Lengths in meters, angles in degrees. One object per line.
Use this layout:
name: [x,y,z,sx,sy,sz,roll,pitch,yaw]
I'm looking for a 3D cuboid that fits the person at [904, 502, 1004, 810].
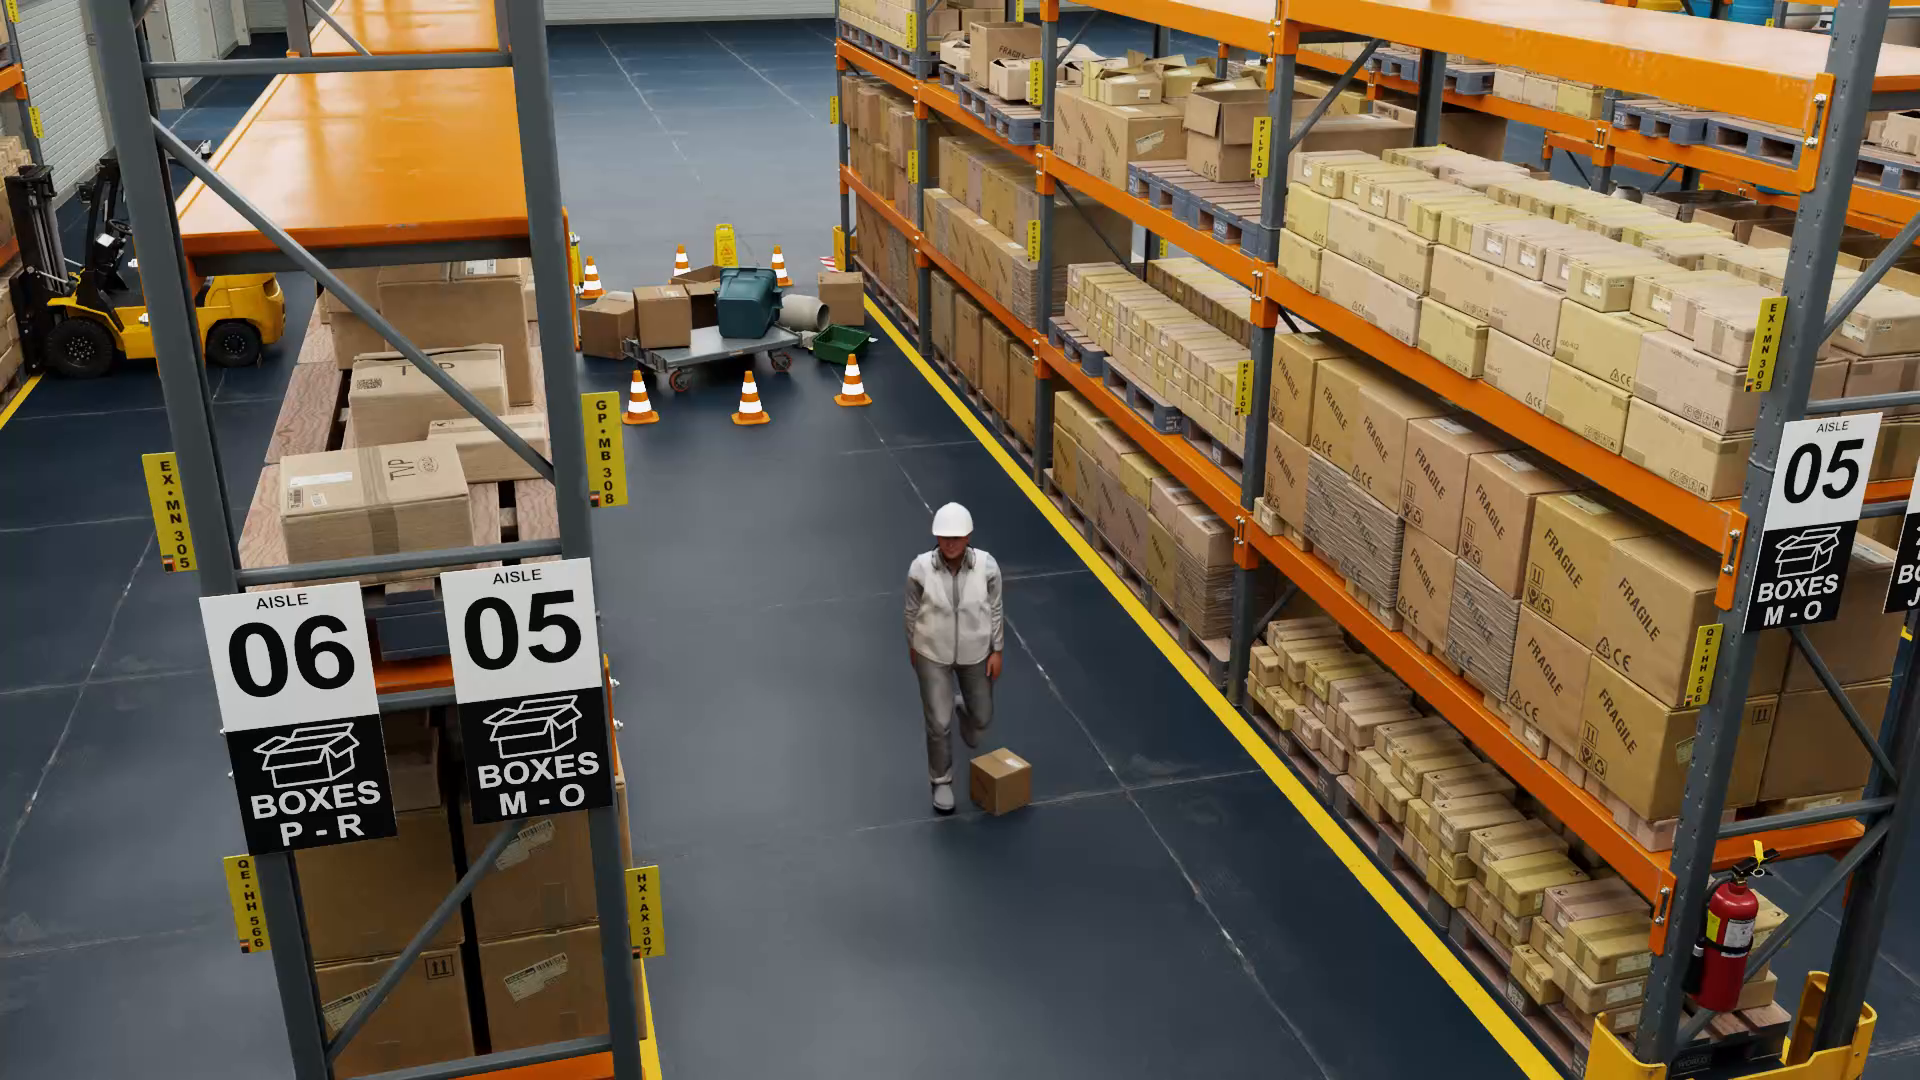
person: [-0.043,0.570,9.247,0.540,1.752,0.764,-3,23,-6]
